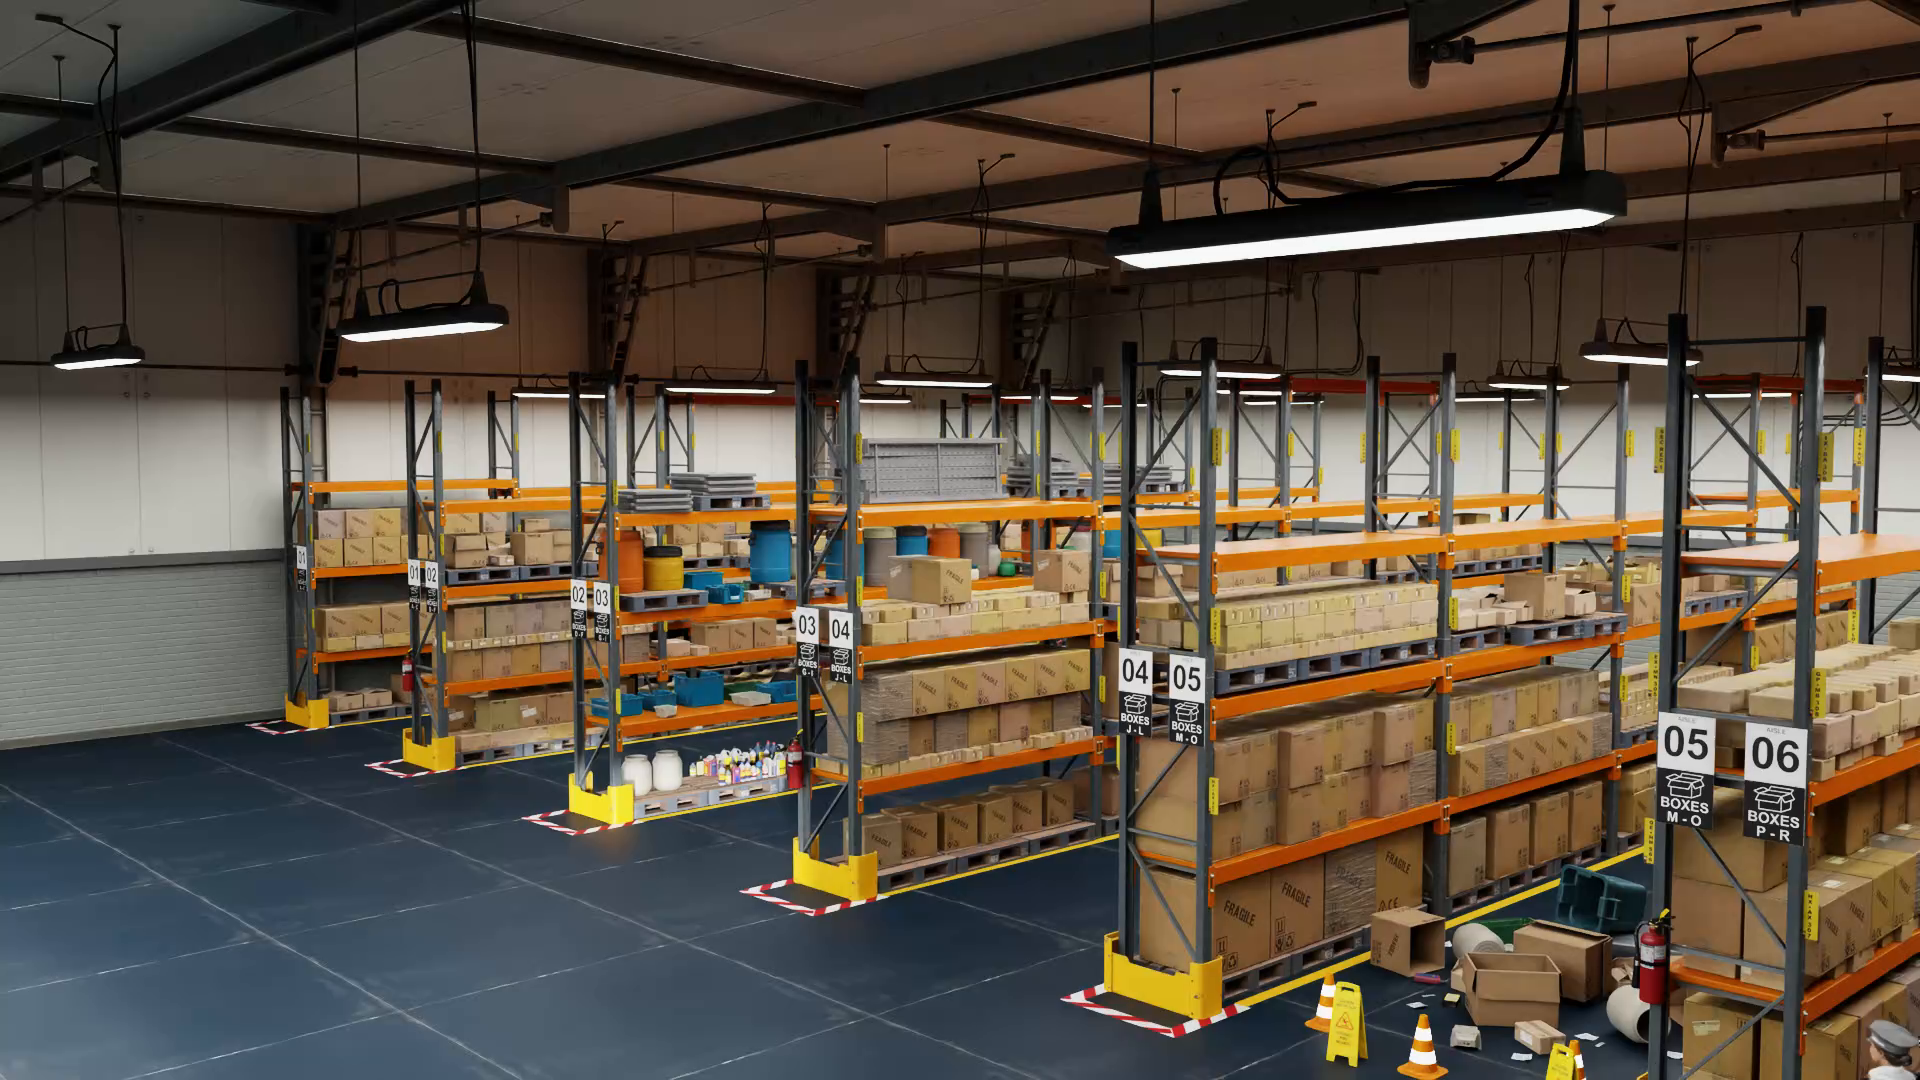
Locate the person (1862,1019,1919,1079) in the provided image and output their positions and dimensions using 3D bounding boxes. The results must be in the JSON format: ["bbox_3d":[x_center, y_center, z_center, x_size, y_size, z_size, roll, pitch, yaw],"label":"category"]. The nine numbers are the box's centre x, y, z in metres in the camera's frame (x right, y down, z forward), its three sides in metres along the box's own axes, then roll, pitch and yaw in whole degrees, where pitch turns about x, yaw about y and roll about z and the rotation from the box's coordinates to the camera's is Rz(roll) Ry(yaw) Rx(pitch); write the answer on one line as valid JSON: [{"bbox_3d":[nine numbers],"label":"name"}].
[{"bbox_3d":[5.544,3.696,9.831,0.727,1.673,0.457,1,4,22],"label":"person"}]

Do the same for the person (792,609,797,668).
[{"bbox_3d":[-3.318,2.033,35.012,0.488,1.752,0.595,0,4,0],"label":"person"}]
